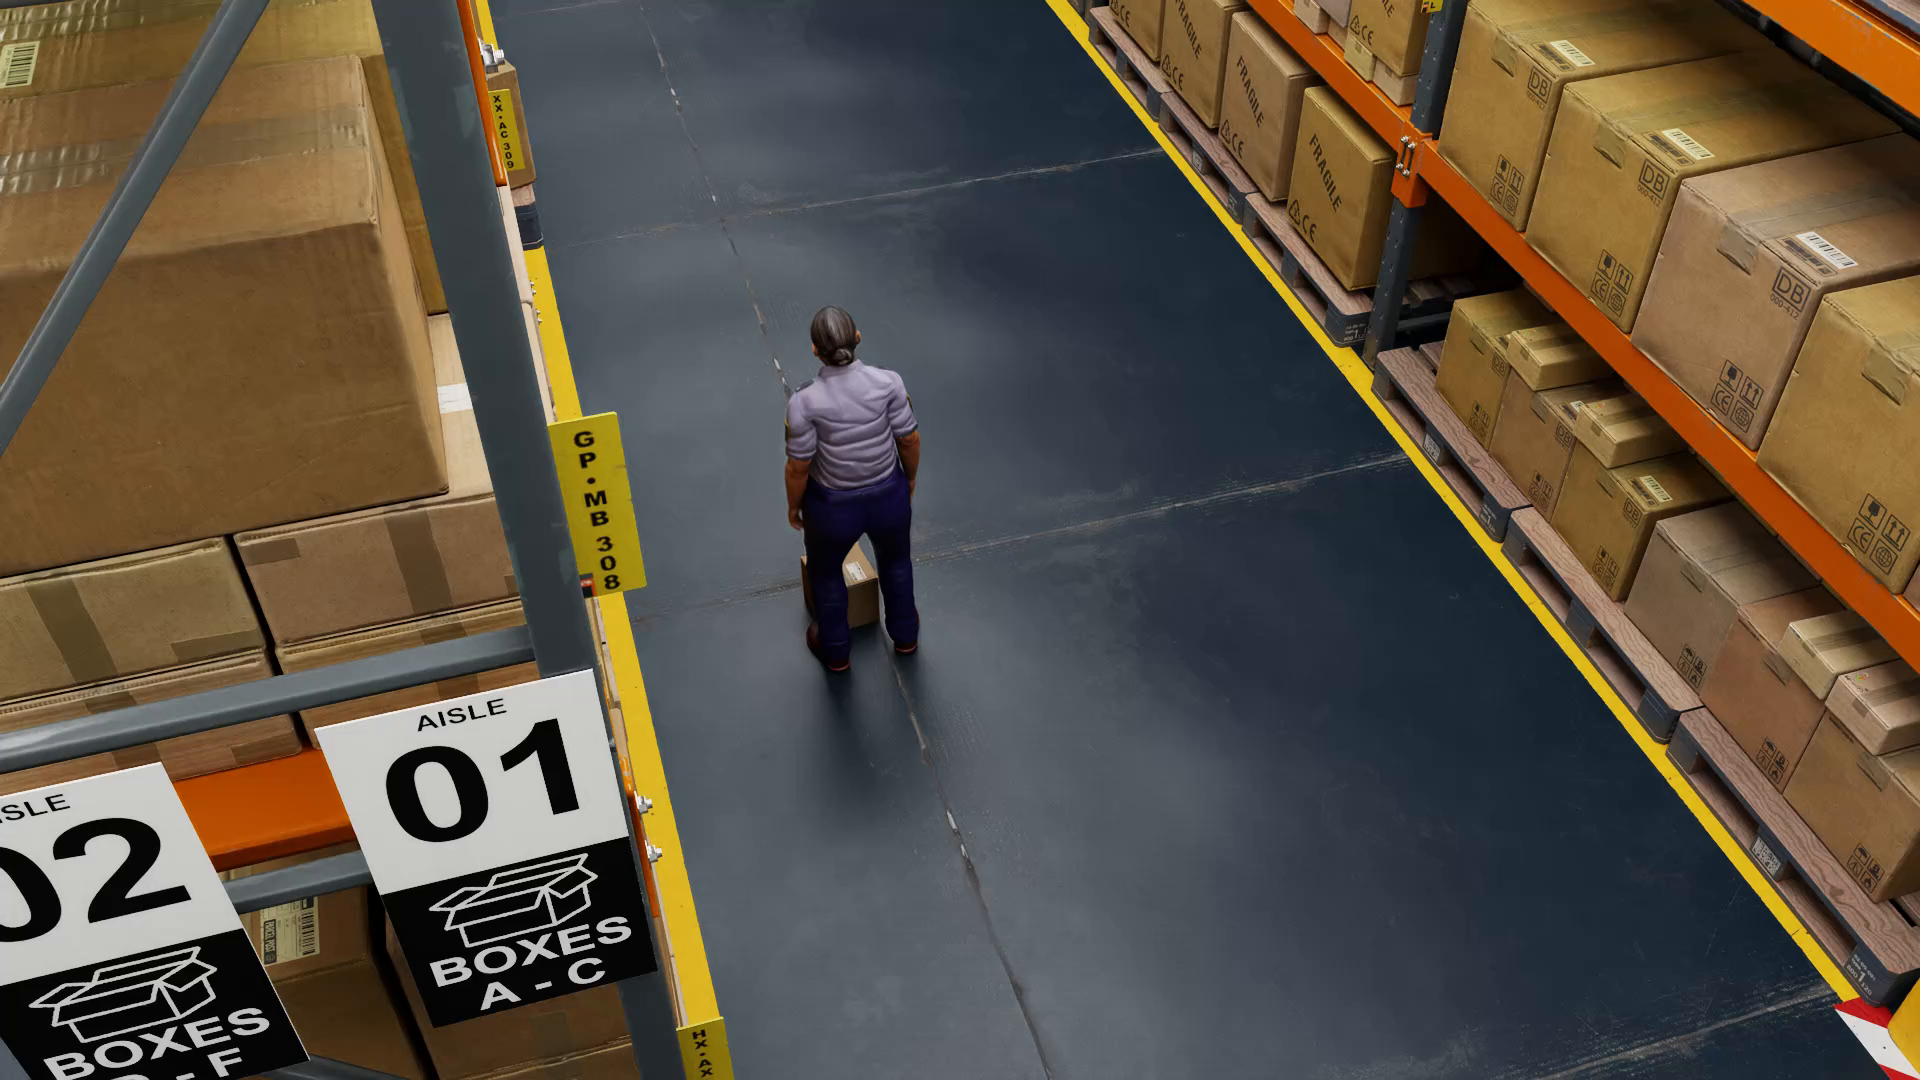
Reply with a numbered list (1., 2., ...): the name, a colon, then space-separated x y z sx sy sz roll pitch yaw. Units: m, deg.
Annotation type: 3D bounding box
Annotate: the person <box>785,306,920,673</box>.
1. person: -0.399 -0.156 6.348 0.542 1.637 0.369 -14 44 -15
